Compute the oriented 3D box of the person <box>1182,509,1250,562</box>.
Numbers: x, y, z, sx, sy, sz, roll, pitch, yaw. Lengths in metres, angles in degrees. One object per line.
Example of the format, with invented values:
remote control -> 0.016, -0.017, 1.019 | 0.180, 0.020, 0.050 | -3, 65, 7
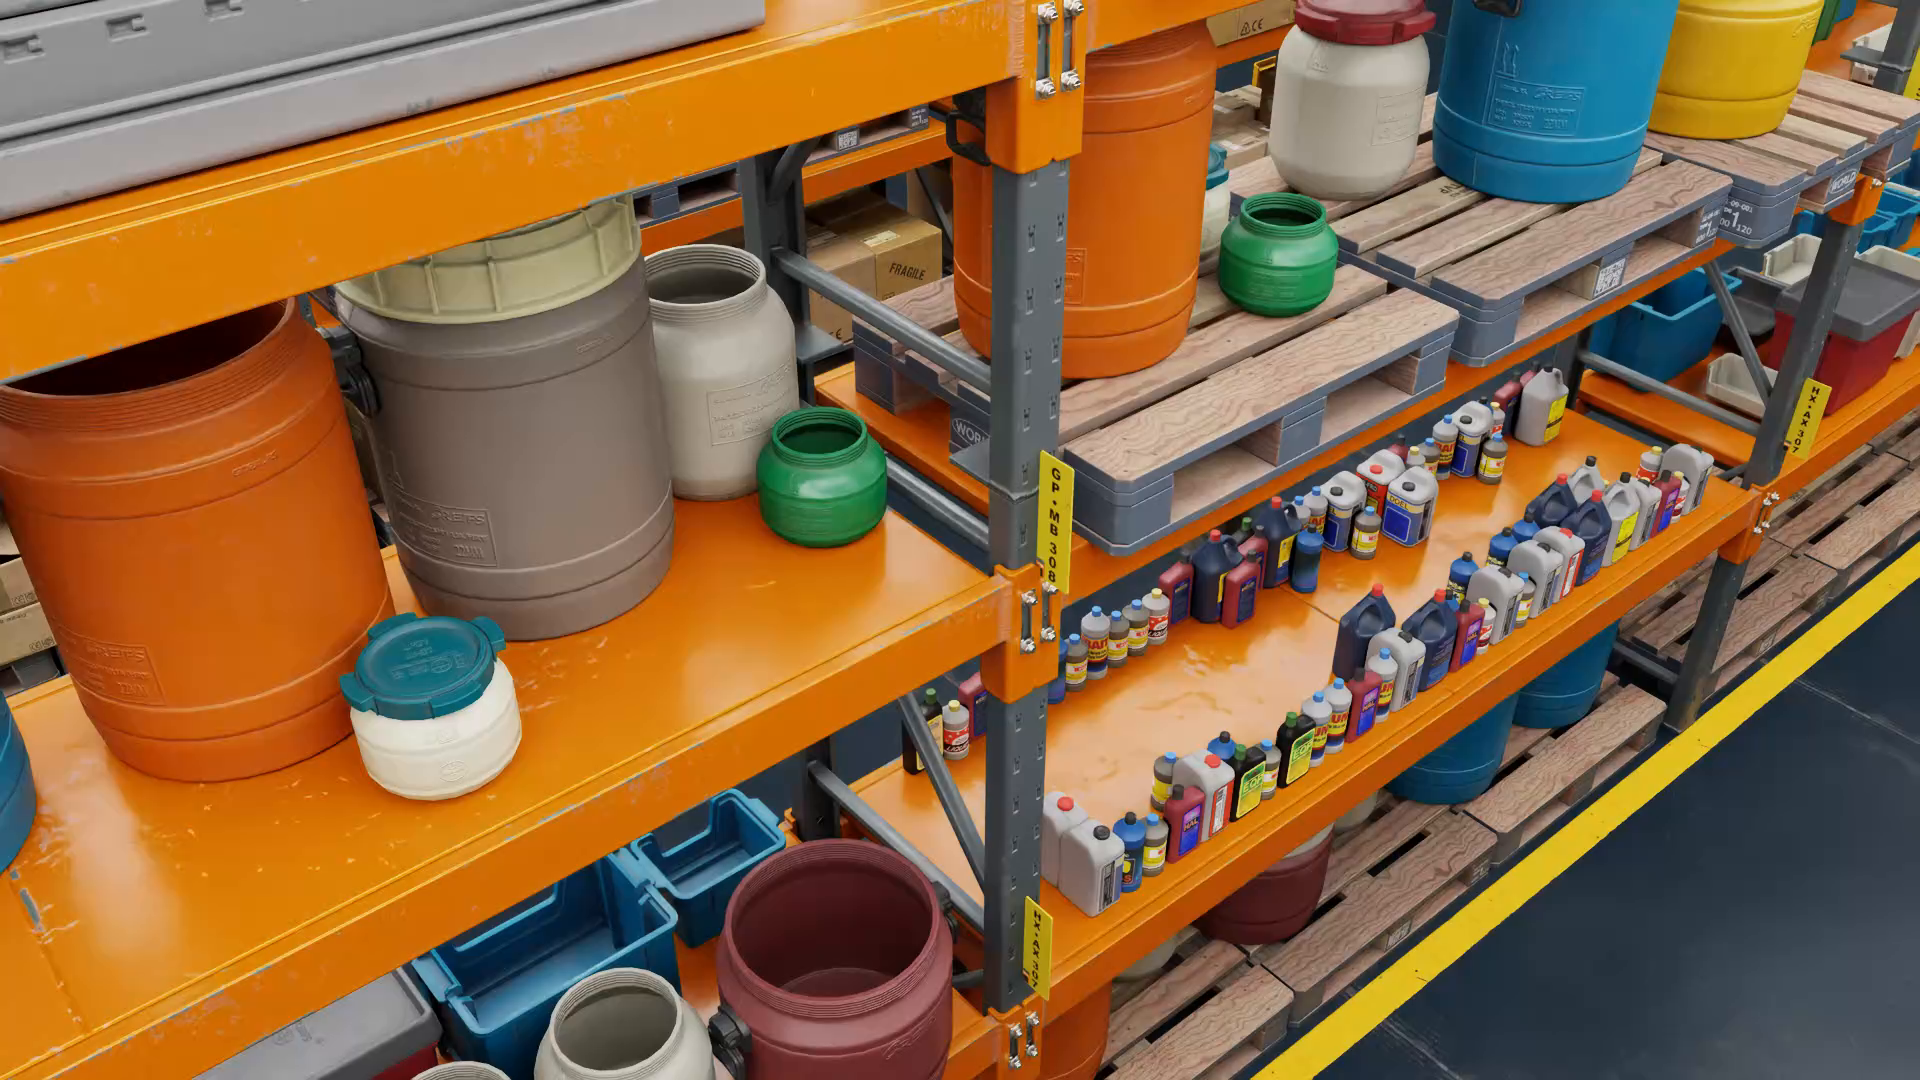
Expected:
person -> 1.169, -0.323, 7.468 | 0.385, 1.778, 0.575 | 24, 42, 30
